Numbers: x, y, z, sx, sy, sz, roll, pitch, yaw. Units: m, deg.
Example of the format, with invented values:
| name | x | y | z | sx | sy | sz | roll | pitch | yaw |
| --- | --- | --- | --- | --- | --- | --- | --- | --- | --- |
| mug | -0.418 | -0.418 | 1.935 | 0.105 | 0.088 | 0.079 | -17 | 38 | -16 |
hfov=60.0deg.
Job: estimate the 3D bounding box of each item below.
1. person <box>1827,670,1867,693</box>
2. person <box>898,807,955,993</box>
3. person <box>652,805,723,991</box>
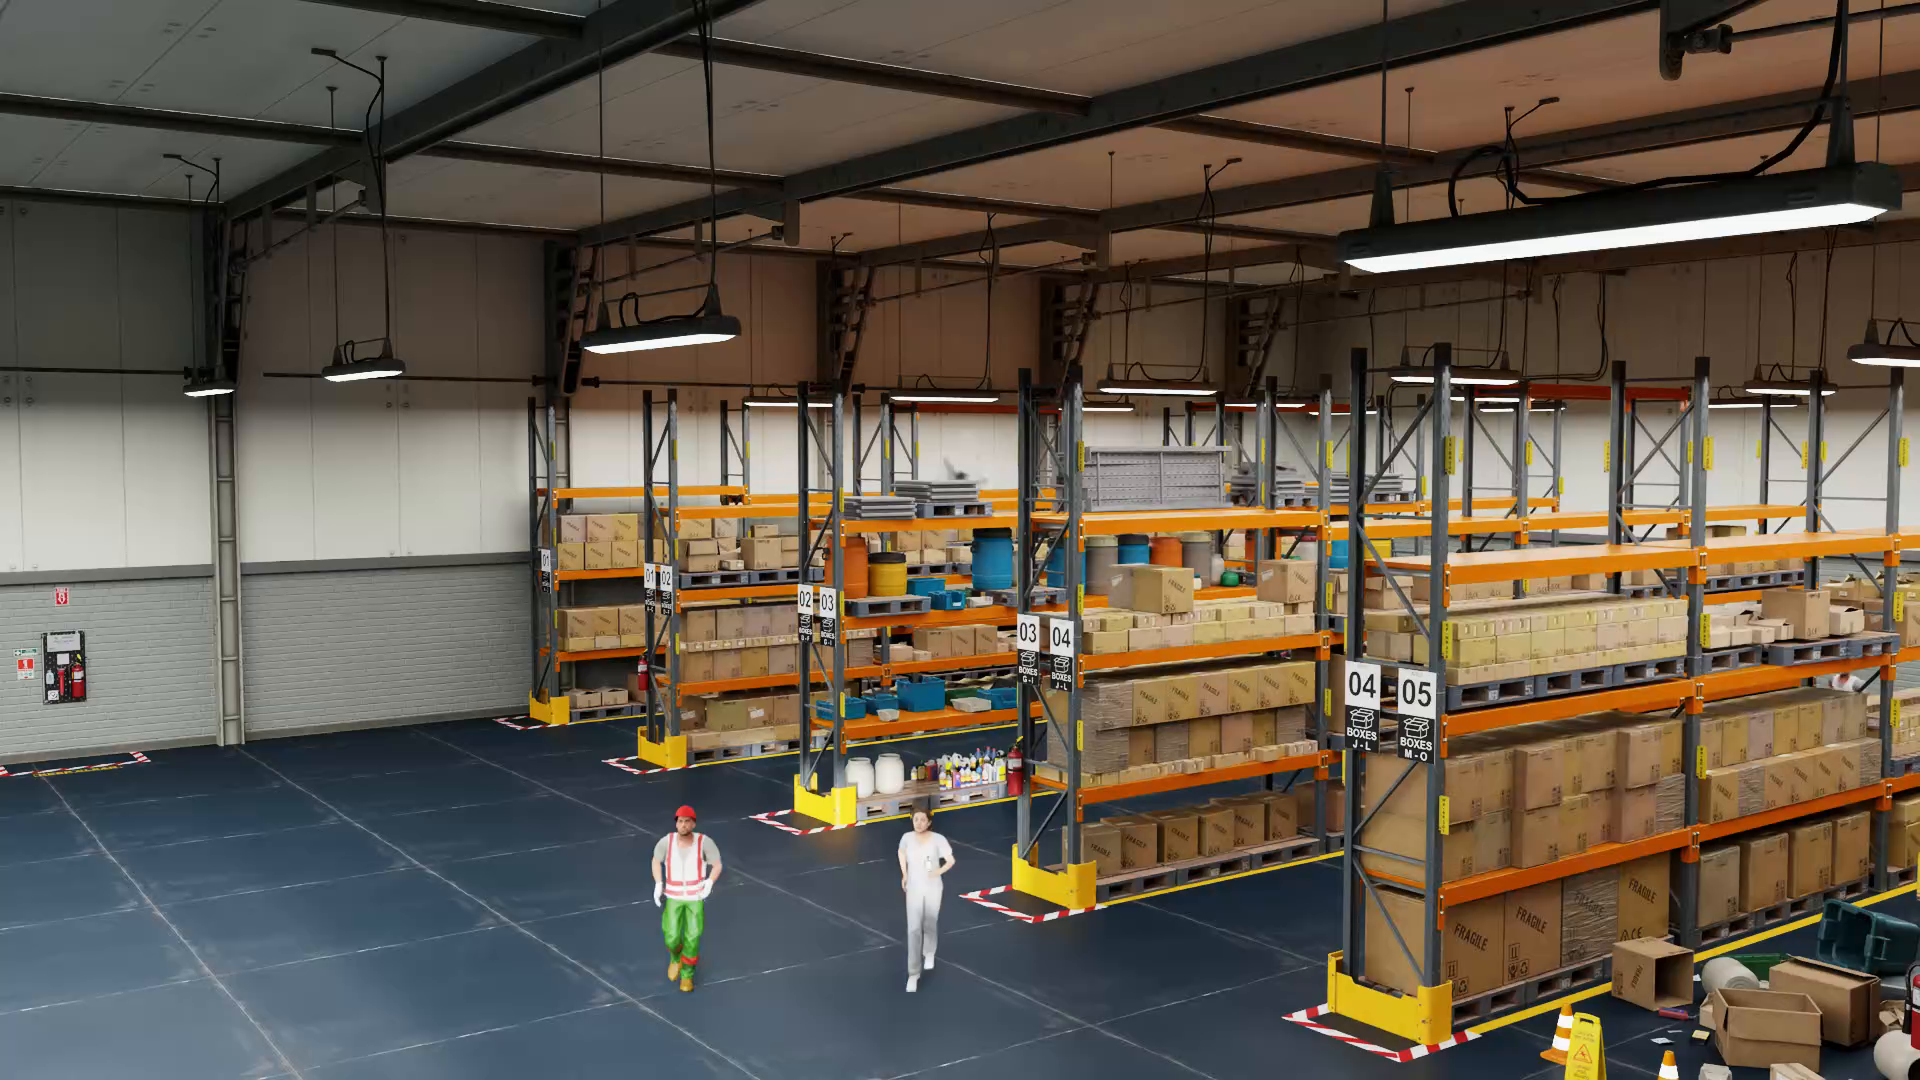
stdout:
| name | x | y | z | sx | sy | sz | roll | pitch | yaw |
| --- | --- | --- | --- | --- | --- | --- | --- | --- | --- |
| person | 13.782 | 2.744 | 25.897 | 0.877 | 1.829 | 0.682 | -3 | 5 | -42 |
| person | -0.321 | 3.384 | 15.942 | 0.562 | 1.713 | 0.799 | 0 | 3 | 4 |
| person | -2.565 | 3.365 | 15.600 | 0.669 | 1.749 | 0.539 | 0 | 3 | -5 |
